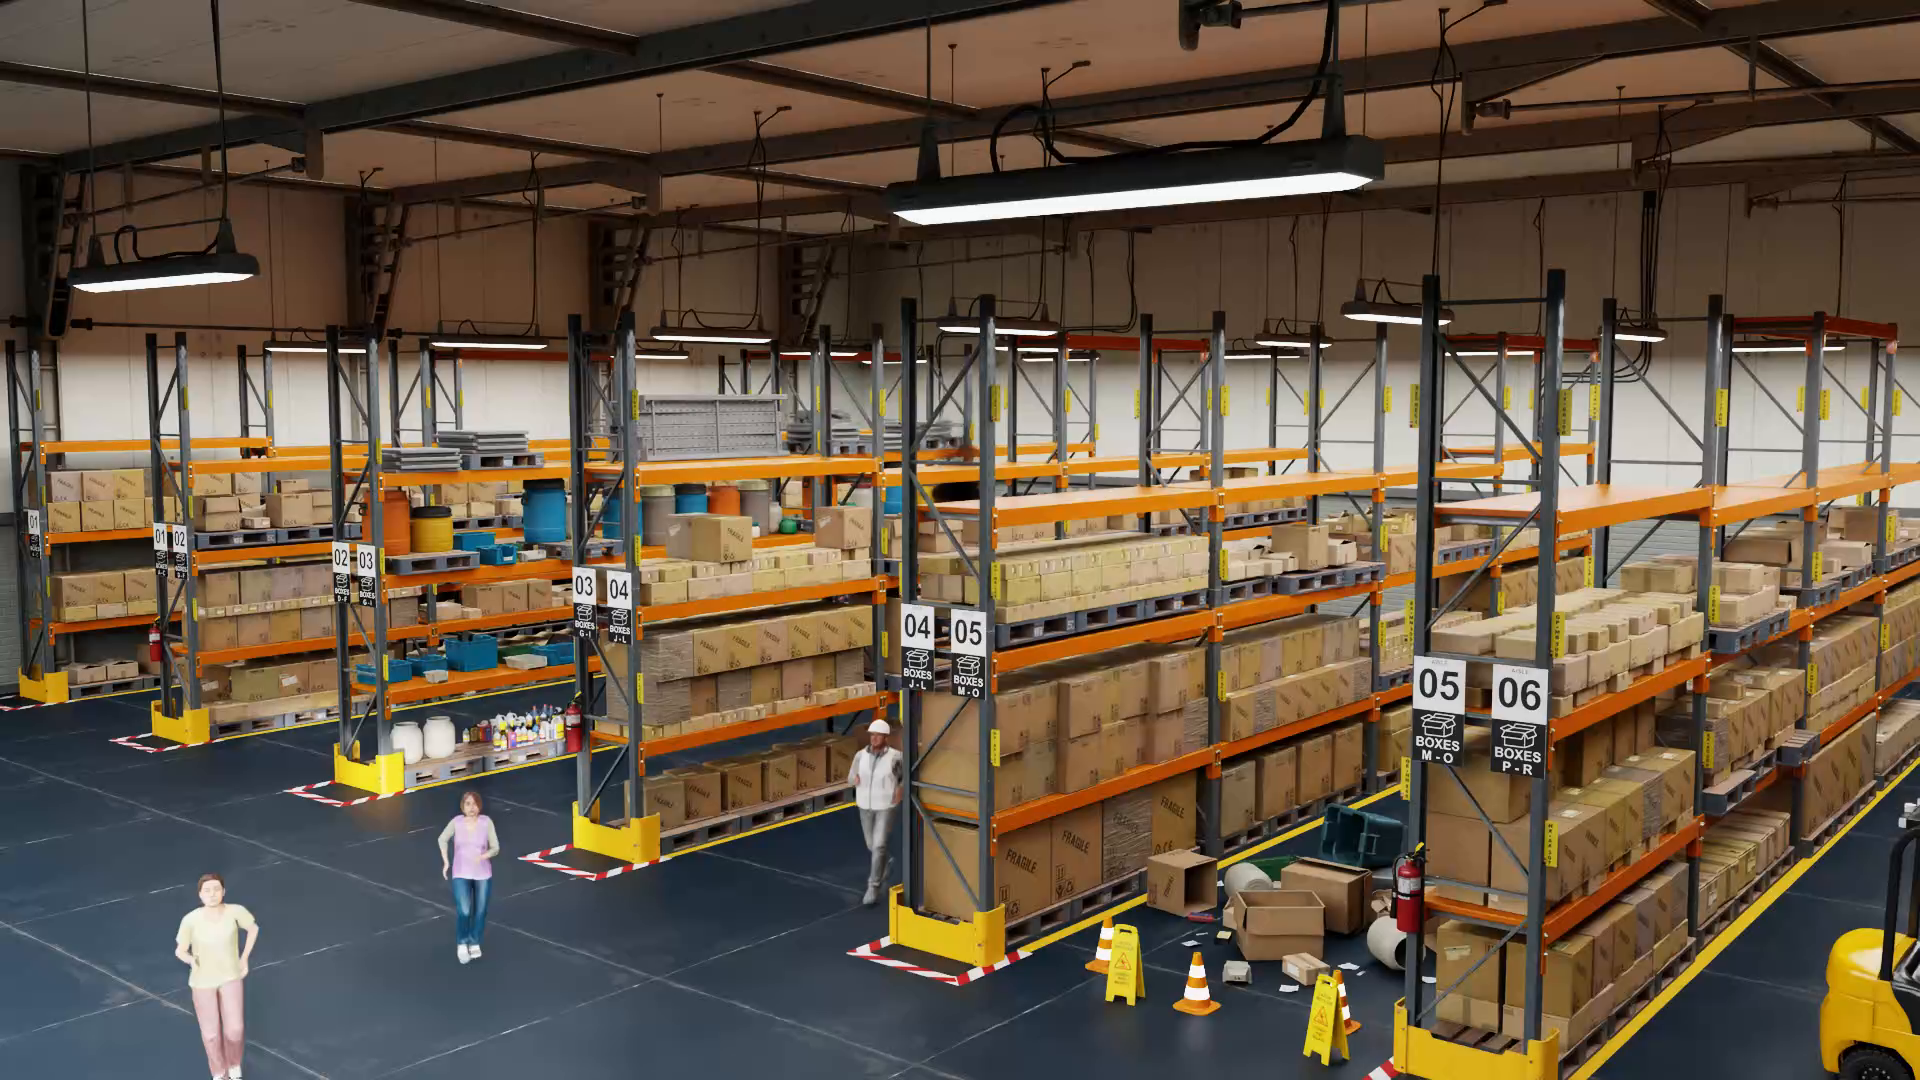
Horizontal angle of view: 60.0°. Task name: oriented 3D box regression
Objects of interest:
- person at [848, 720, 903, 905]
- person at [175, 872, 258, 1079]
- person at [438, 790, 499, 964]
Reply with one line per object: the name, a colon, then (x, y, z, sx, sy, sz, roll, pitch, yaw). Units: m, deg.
person: (-0.843, 2.725, 16.993, 0.659, 1.776, 0.903, 2, 6, 21)
person: (-5.423, 3.248, 12.157, 0.559, 1.622, 0.583, -2, 6, -22)
person: (-4.383, 3.023, 14.890, 0.509, 1.563, 0.635, -2, 6, -21)
